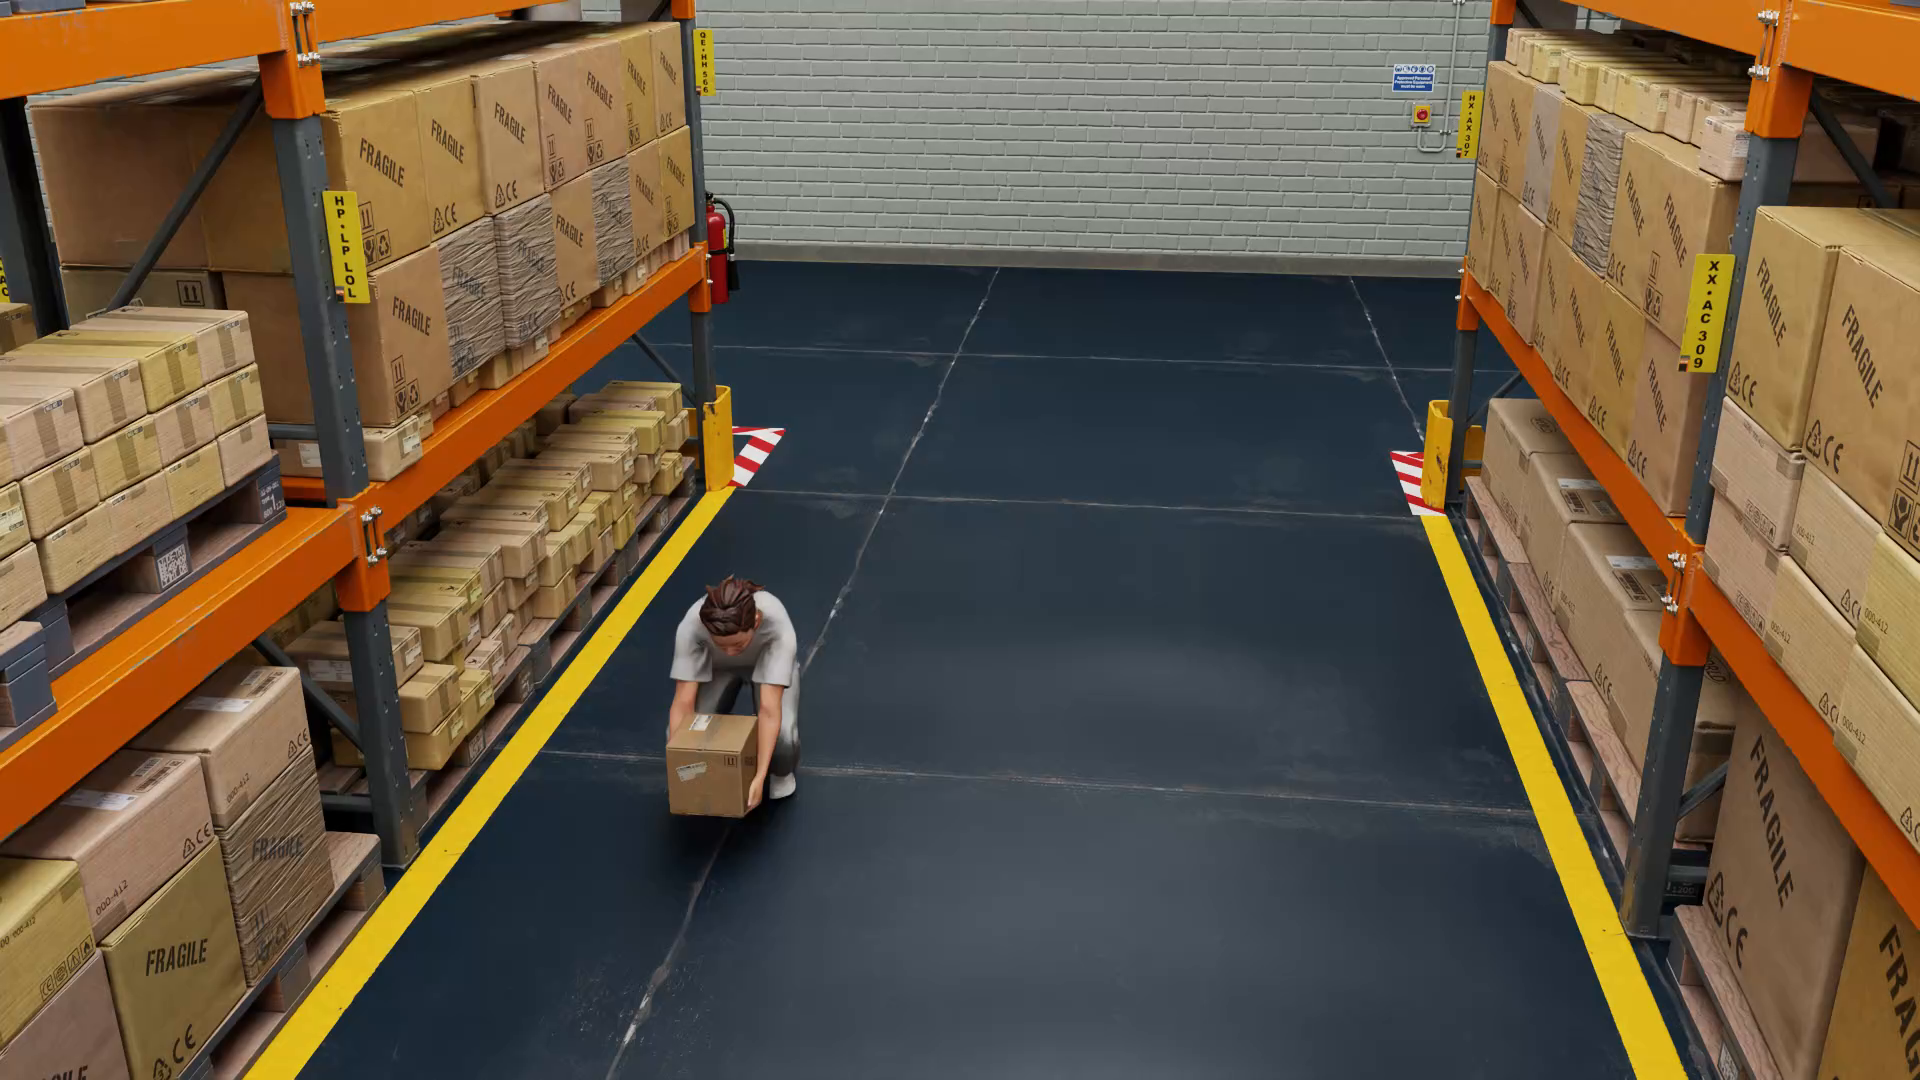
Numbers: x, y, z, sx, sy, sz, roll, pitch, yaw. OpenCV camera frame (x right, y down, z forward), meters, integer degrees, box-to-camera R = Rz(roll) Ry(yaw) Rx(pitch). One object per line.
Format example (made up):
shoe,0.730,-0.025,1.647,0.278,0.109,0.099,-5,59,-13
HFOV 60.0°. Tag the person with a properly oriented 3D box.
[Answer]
person,-0.781,0.502,5.812,0.465,0.947,0.823,2,21,5
